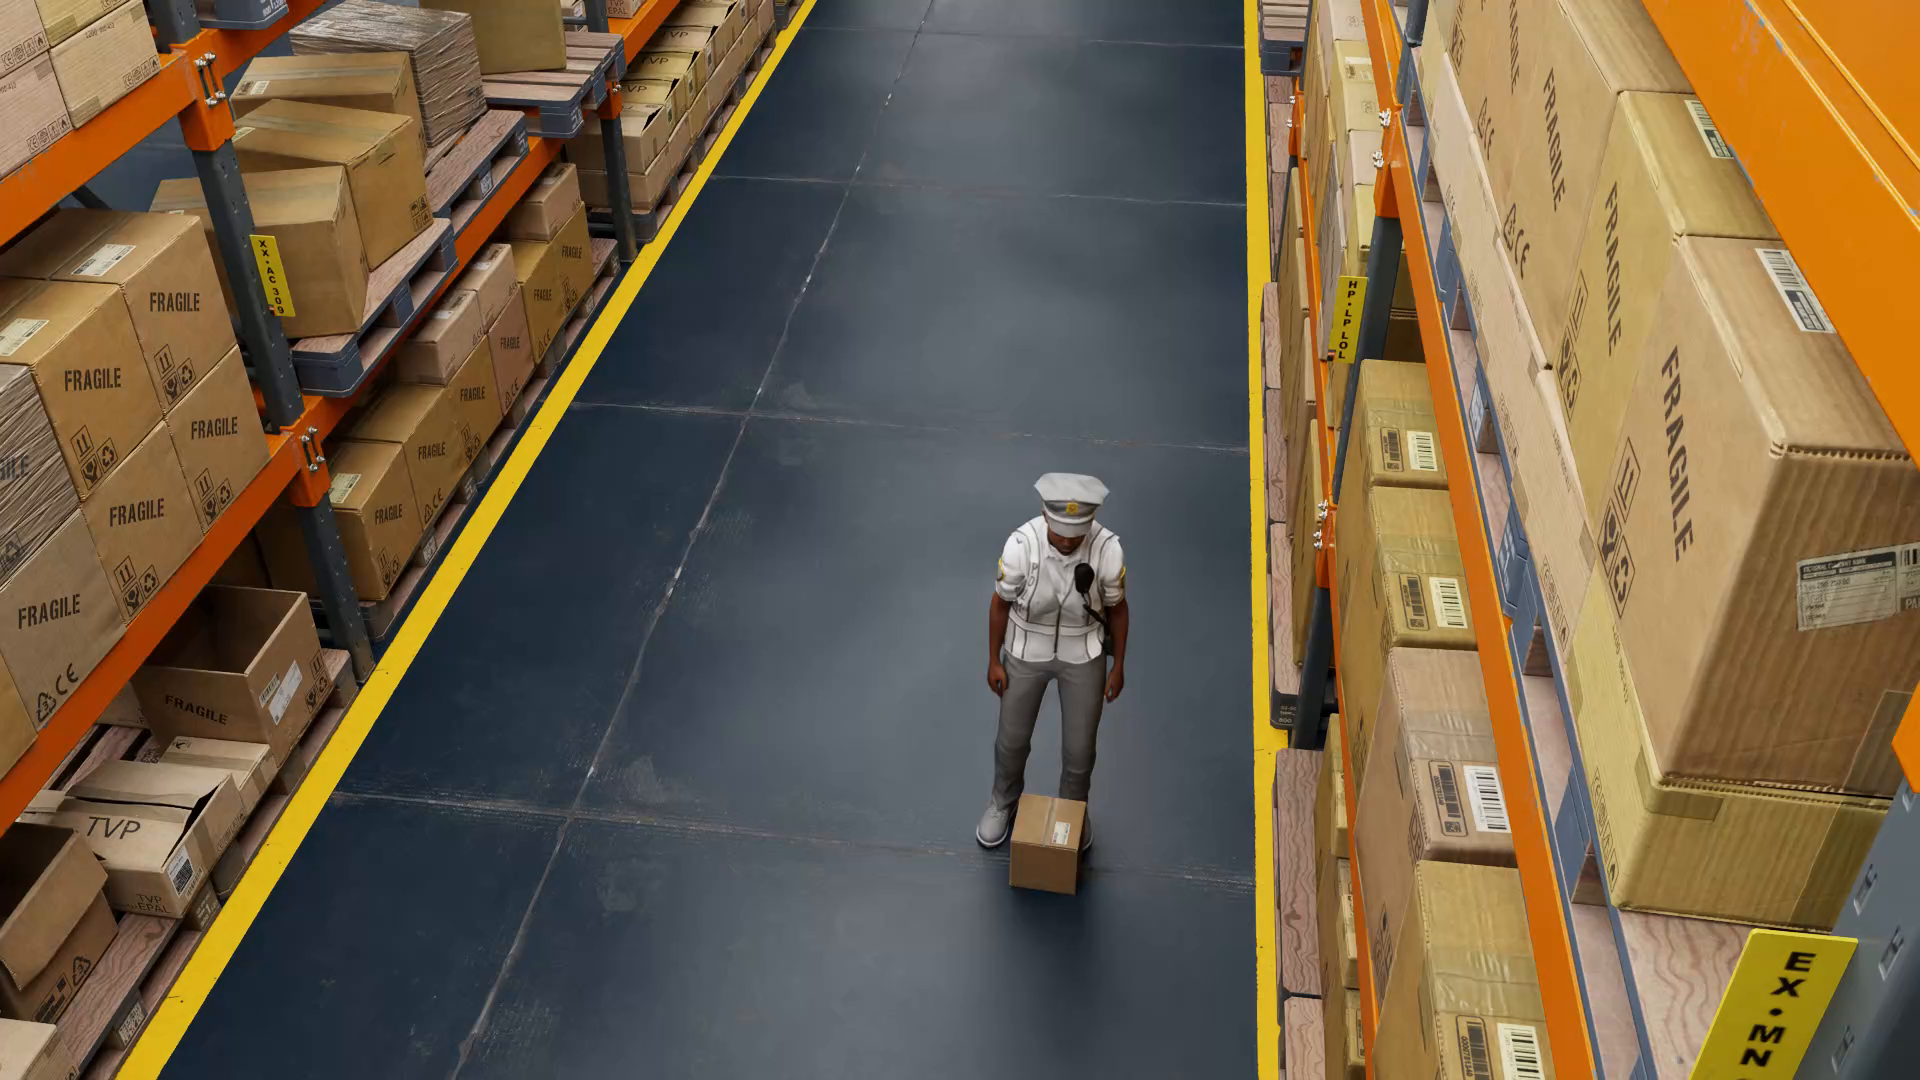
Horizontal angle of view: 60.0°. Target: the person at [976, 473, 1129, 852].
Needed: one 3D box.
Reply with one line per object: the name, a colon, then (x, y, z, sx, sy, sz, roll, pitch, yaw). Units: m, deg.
person: (0.337, 0.438, 6.049, 0.532, 1.664, 0.391, 3, 36, 4)
